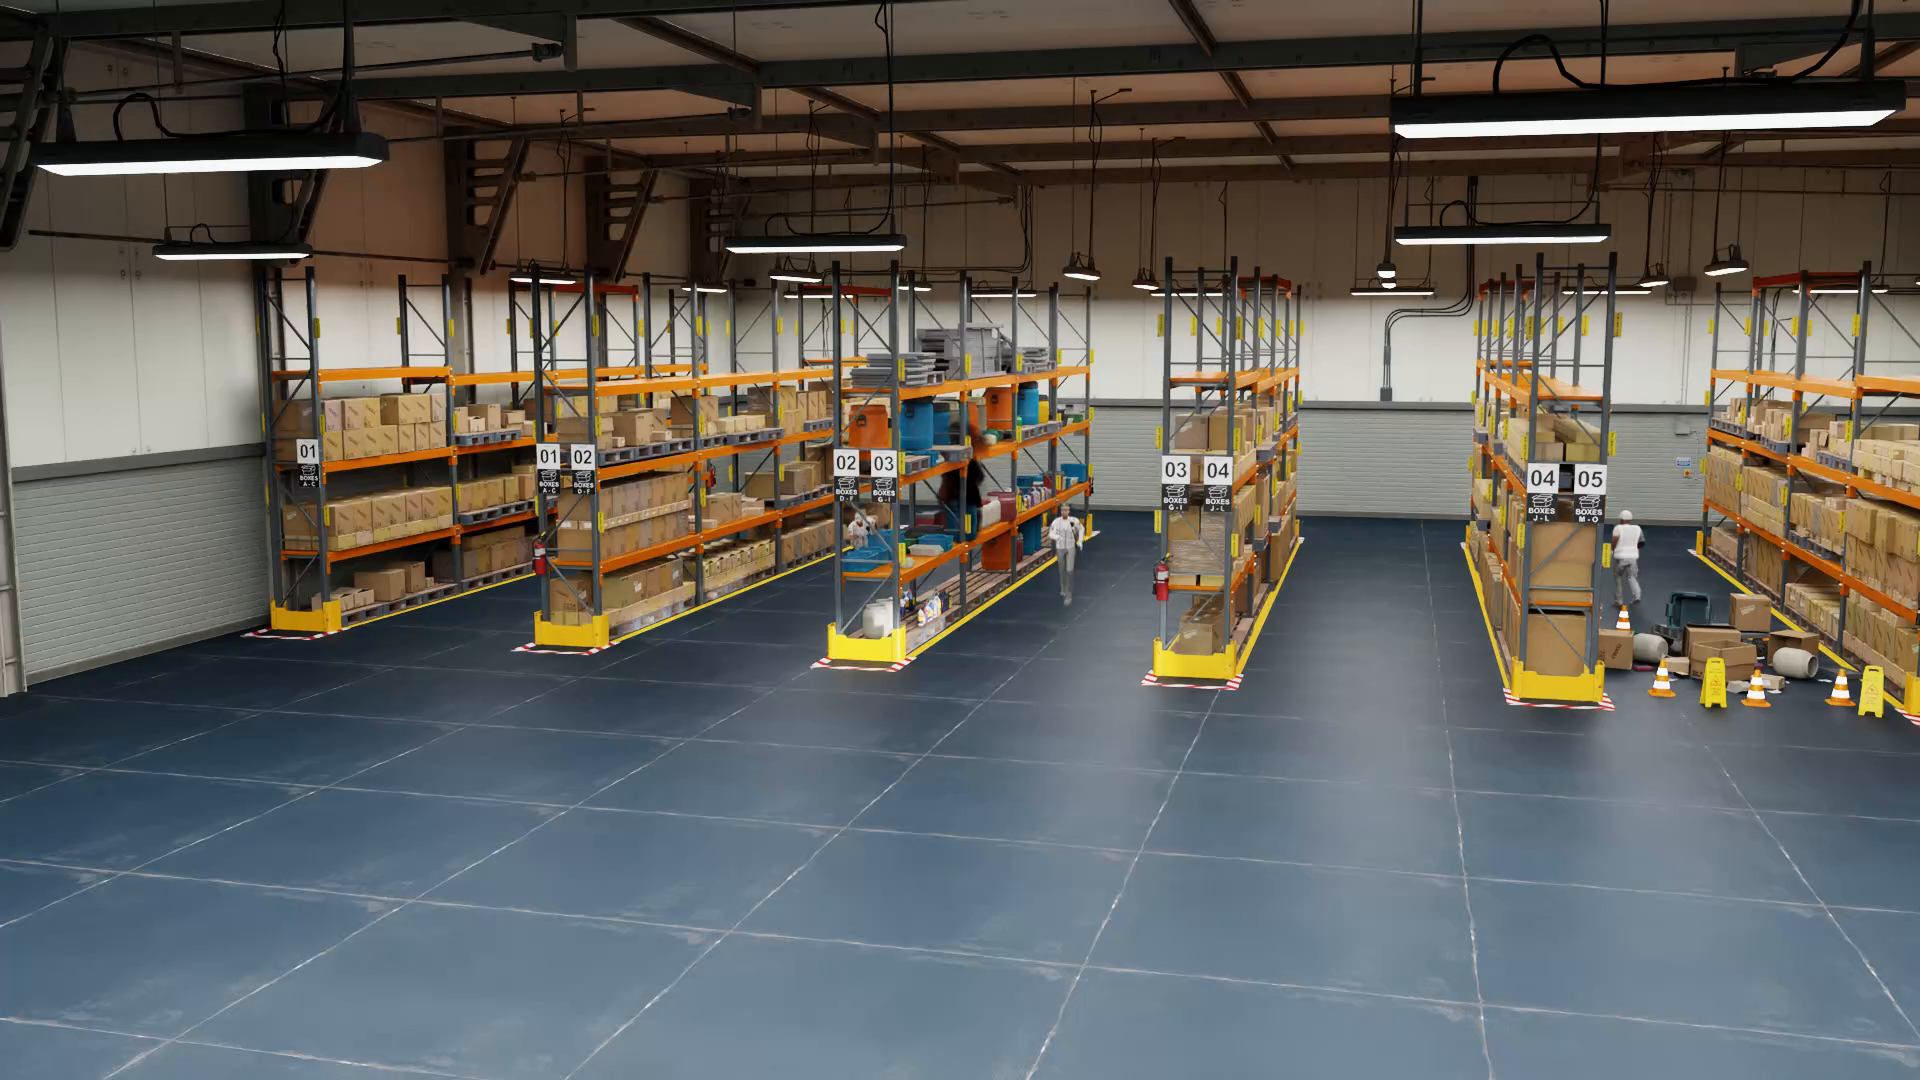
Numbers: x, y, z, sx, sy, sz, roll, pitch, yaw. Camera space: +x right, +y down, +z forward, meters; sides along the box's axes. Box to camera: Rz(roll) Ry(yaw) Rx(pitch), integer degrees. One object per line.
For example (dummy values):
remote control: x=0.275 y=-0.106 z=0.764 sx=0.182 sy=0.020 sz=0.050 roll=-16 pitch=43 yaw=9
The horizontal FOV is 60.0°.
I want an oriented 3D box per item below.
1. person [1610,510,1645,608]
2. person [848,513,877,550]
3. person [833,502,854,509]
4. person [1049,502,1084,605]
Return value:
person: x=11.985 y=0.359 z=29.834 sx=0.686 sy=1.747 sz=0.938 roll=0 pitch=7 yaw=3
person: x=-1.941 y=0.112 z=33.206 sx=0.614 sy=1.392 sz=0.961 roll=-1 pitch=7 yaw=-6
person: x=-3.008 y=-1.376 z=43.236 sx=0.806 sy=1.846 sz=0.640 roll=2 pitch=7 yaw=12
person: x=1.850 y=0.227 z=29.023 sx=0.588 sy=1.779 sz=0.780 roll=1 pitch=7 yaw=9
